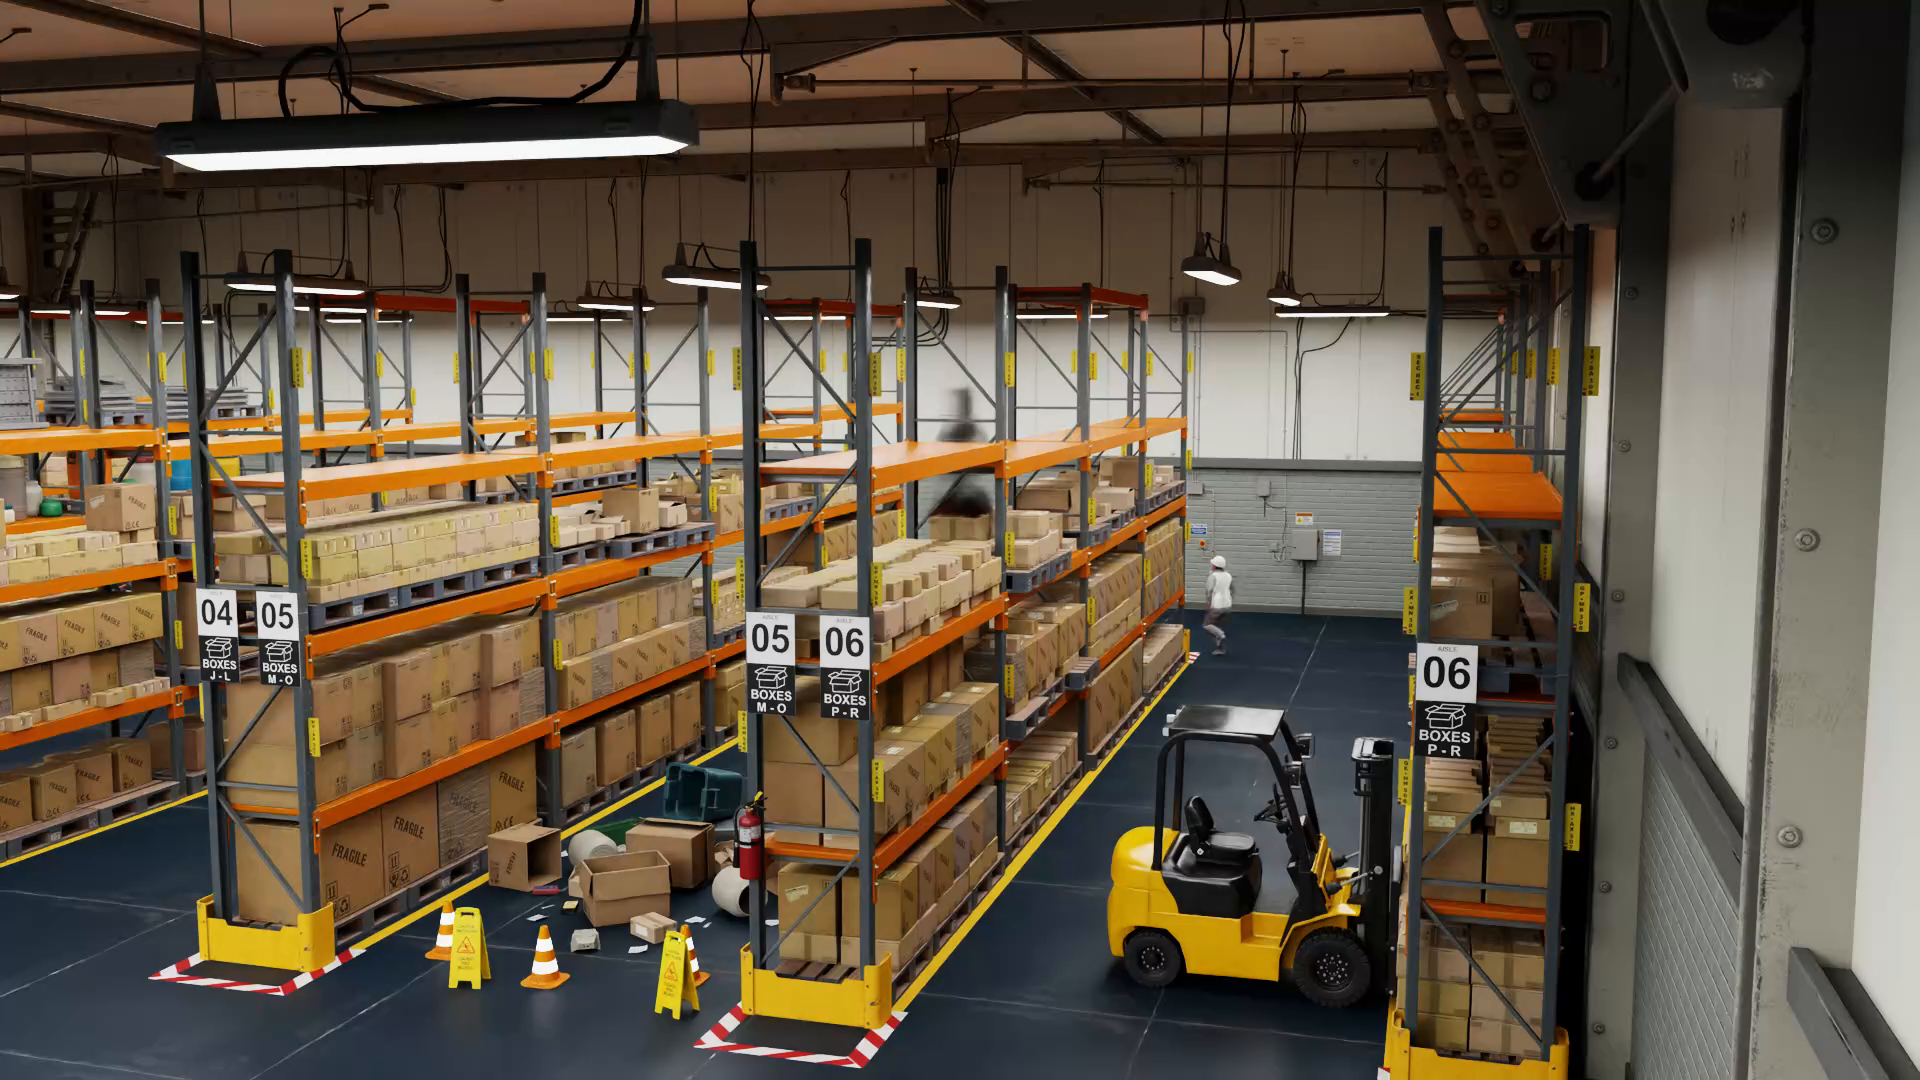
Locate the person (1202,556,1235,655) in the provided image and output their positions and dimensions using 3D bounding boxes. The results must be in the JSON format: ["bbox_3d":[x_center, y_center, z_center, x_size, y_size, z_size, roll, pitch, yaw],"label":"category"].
[{"bbox_3d":[4.438,1.129,28.589,0.657,1.720,0.604,-4,7,-30],"label":"person"}]
